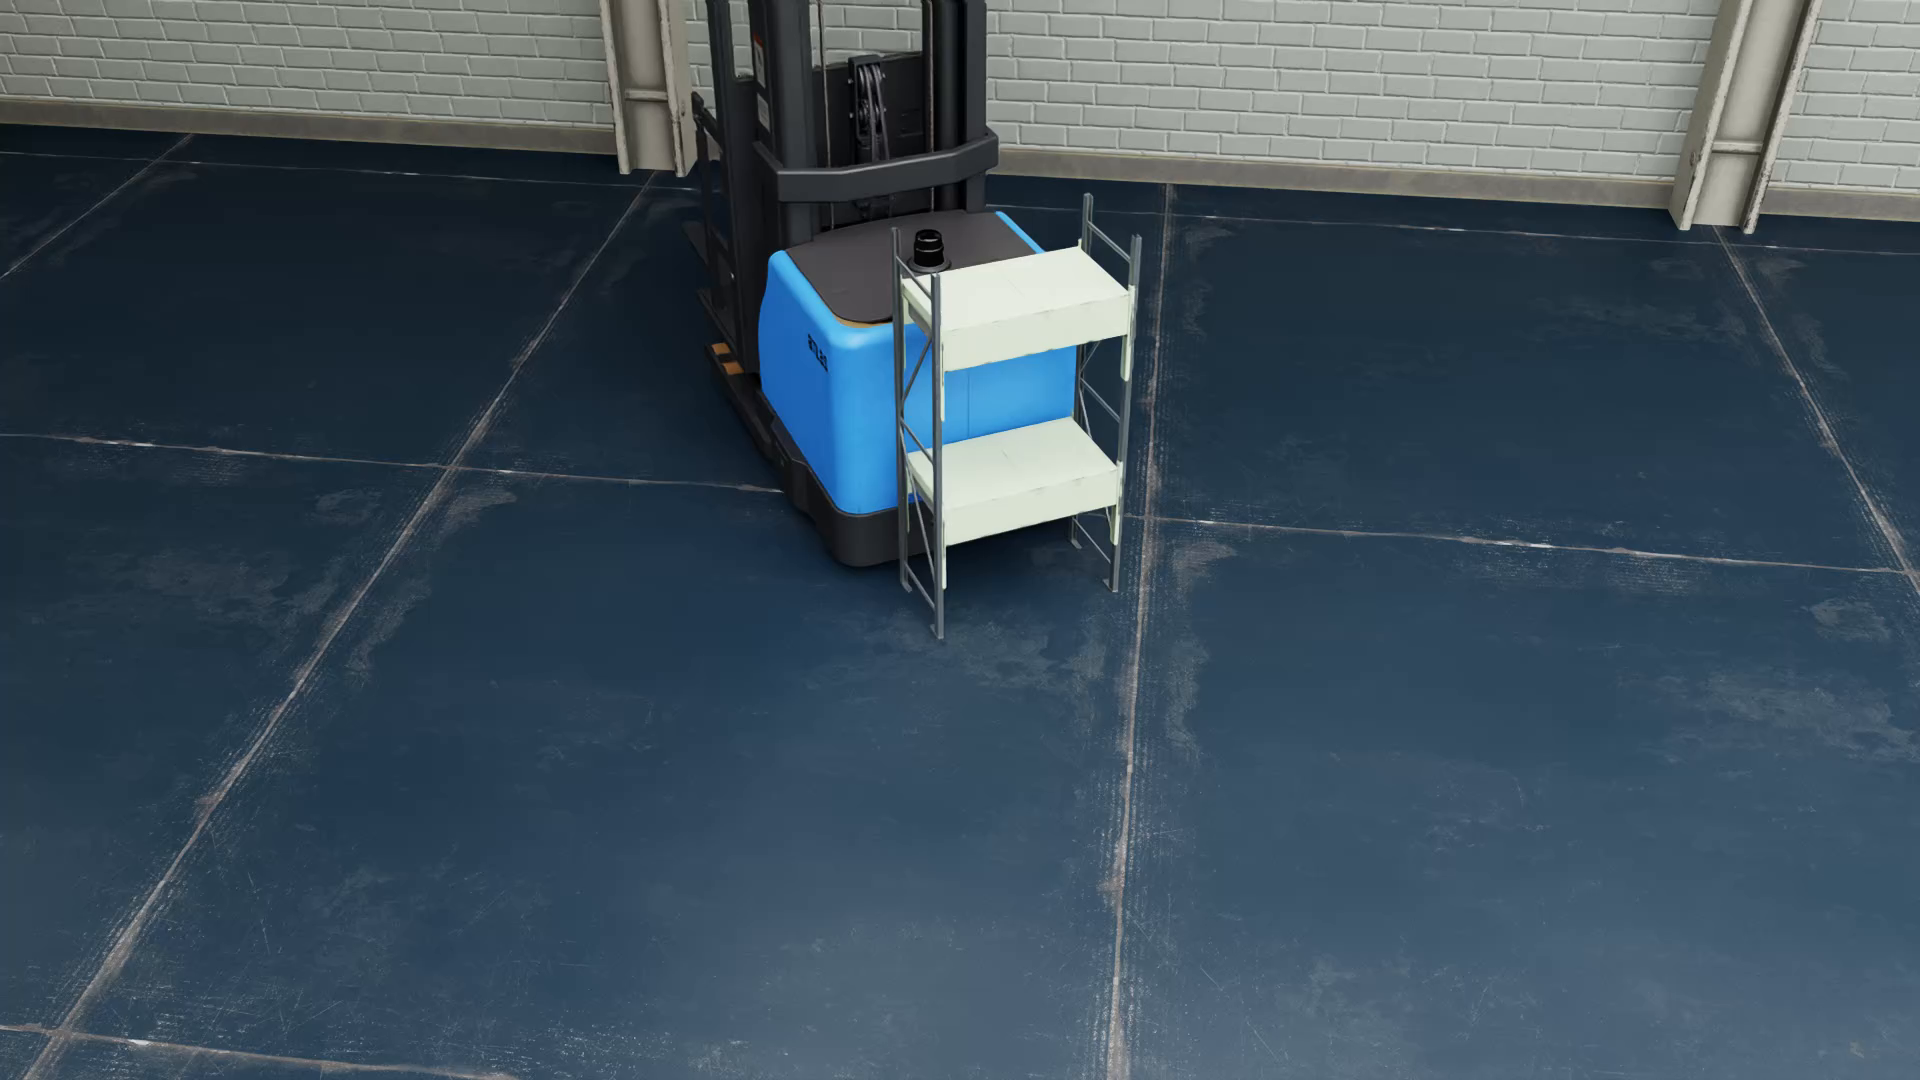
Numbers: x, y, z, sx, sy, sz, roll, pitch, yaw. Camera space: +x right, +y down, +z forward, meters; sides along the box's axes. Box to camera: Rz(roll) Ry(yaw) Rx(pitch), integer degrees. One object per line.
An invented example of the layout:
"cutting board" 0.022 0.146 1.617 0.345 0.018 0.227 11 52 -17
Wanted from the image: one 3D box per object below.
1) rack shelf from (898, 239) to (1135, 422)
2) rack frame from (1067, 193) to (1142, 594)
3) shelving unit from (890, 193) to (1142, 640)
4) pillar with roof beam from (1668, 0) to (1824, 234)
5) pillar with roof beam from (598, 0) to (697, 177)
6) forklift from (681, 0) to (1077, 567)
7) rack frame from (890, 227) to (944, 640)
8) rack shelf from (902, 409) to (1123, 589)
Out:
"rack shelf" 0.188 -0.745 5.831 0.720 0.370 0.431 -14 38 -18
"rack frame" 0.525 -0.510 6.174 0.023 1.500 0.400 -14 38 -18
"shelving unit" 0.188 -0.427 6.058 0.755 1.500 0.431 -14 38 -18
"pillar with roof beam" 3.620 -2.963 3.155 0.400 9.000 9.100 4 36 6
"pillar with roof beam" -2.332 -3.407 3.777 0.400 9.000 9.100 4 36 6
"forklift" -0.554 -1.938 6.943 1.130 2.935 3.031 -14 38 -18
"rack frame" -0.149 -0.344 5.941 0.023 1.500 0.400 -14 38 -18
"rack shelf" 0.188 -0.162 6.247 0.720 0.370 0.431 -14 38 -18
